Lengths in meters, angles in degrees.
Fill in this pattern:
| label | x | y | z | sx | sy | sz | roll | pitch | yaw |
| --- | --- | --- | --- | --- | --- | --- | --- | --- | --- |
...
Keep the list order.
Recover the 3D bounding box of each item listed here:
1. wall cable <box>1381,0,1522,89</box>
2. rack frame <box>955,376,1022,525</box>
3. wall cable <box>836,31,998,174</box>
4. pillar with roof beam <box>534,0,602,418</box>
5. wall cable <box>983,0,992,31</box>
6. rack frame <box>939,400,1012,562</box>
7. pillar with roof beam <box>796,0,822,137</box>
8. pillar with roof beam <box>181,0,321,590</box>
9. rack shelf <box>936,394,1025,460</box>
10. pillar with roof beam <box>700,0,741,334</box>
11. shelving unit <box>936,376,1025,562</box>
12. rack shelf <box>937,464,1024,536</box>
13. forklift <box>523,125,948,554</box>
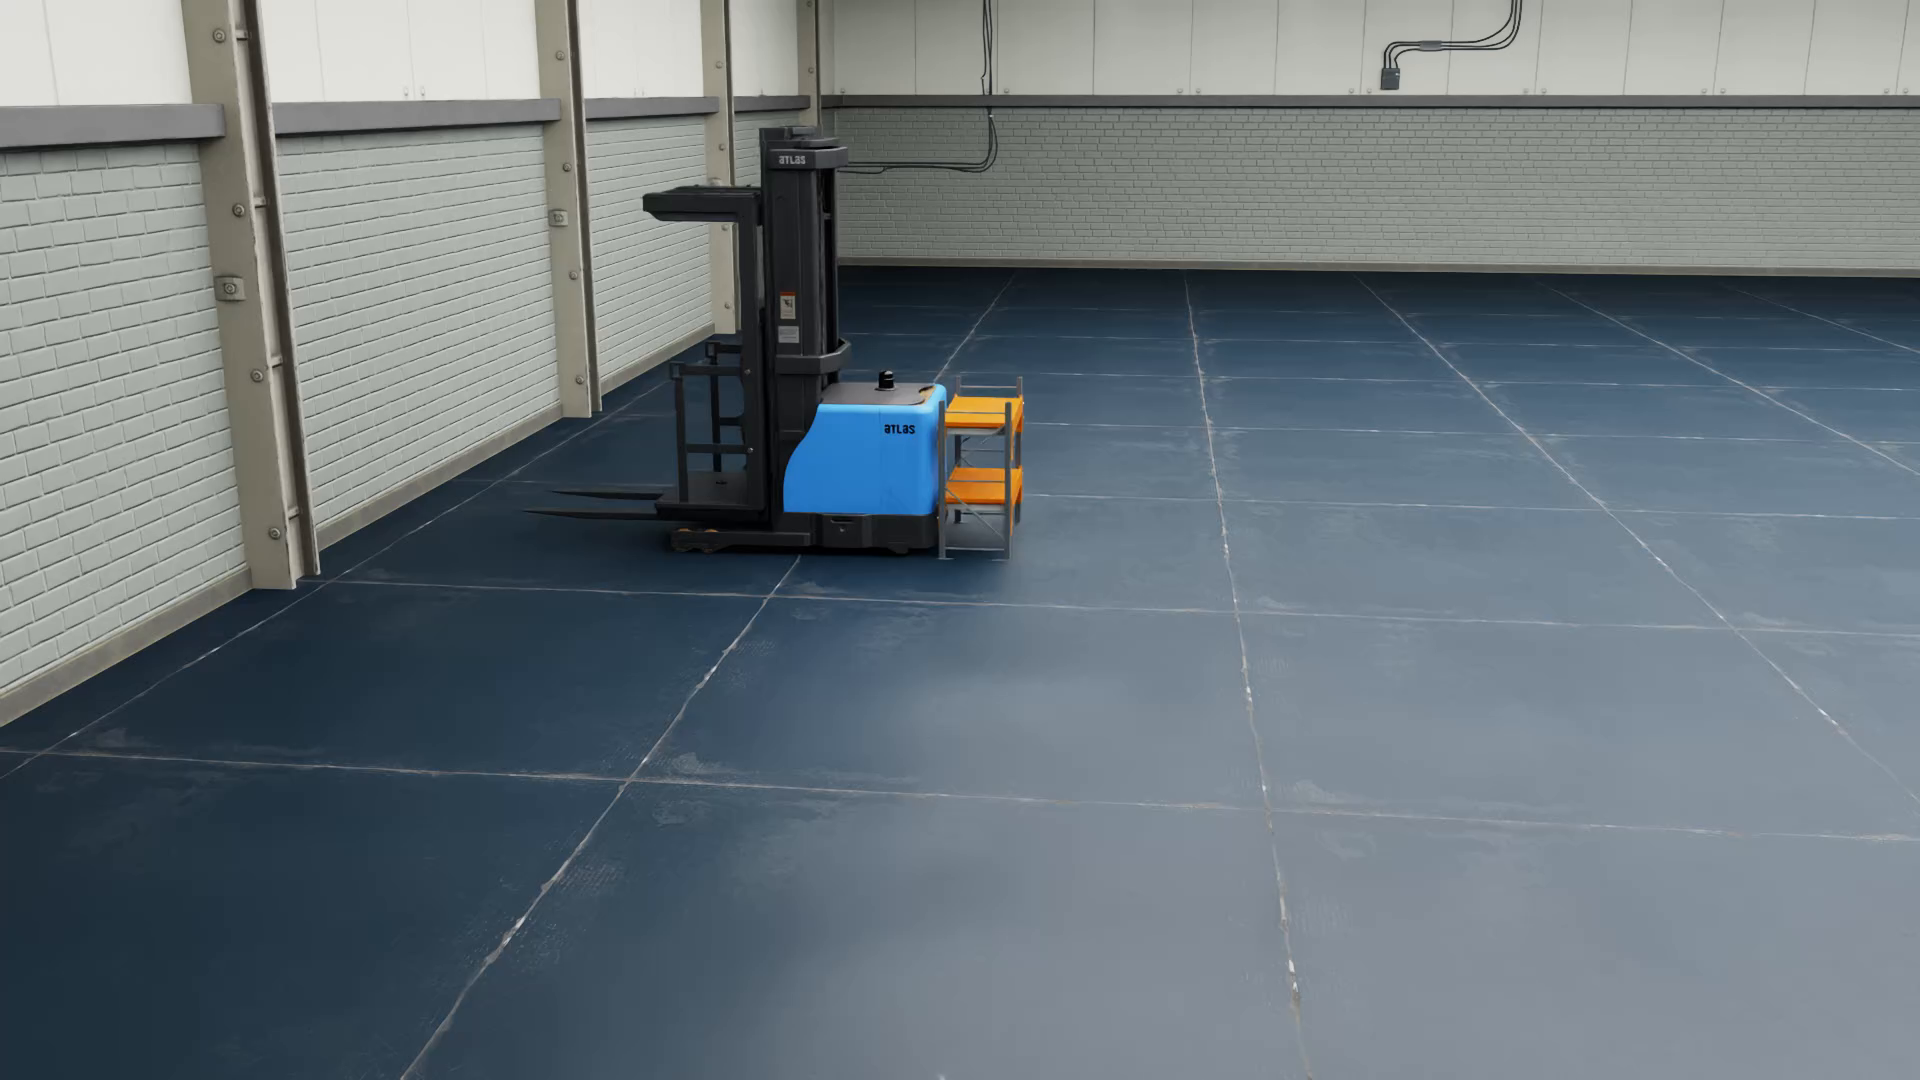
| label | x | y | z | sx | sy | sz | roll | pitch | yaw |
| --- | --- | --- | --- | --- | --- | --- | --- | --- | --- |
| wall cable | 8.578 | -10.825 | 28.440 | 2.305 | 6.003 | 0.169 | 2 | 15 | 6 |
| rack frame | 0.212 | -0.667 | 12.473 | 0.500 | 1.125 | 0.032 | 2 | 15 | 6 |
| wall cable | -0.853 | -7.968 | 30.339 | 3.097 | 2.526 | 0.112 | 2 | 15 | 6 |
| pillar with roof beam | 0.424 | -5.503 | 15.273 | 9.100 | 9.000 | 0.400 | 2 | 15 | 6 |
| wall cable | 1.835 | -10.326 | 29.385 | 3.097 | 2.526 | 0.112 | 2 | 15 | 6 |
| rack frame | 0.104 | -0.403 | 11.498 | 0.500 | 1.125 | 0.032 | 2 | 15 | 6 |
| pillar with roof beam | 1.778 | -8.615 | 26.783 | 9.100 | 9.000 | 0.400 | 2 | 15 | 6 |
| pillar with roof beam | -0.253 | -3.947 | 9.518 | 9.100 | 9.000 | 0.400 | 2 | 15 | 6 |
| rack shelf | 0.158 | -0.817 | 11.909 | 0.538 | 0.278 | 1.000 | 2 | 15 | 6 |
| pillar with roof beam | 1.101 | -7.059 | 21.028 | 9.100 | 9.000 | 0.400 | 2 | 15 | 6 |
| shelving unit | 0.158 | -0.535 | 11.985 | 0.538 | 1.125 | 1.048 | 2 | 15 | 6 |
| rack shelf | 0.158 | -0.299 | 12.049 | 0.538 | 0.278 | 1.000 | 2 | 15 | 6 |
| forklift | -1.639 | -1.459 | 11.941 | 3.031 | 2.935 | 1.130 | 2 | 15 | 6 |
